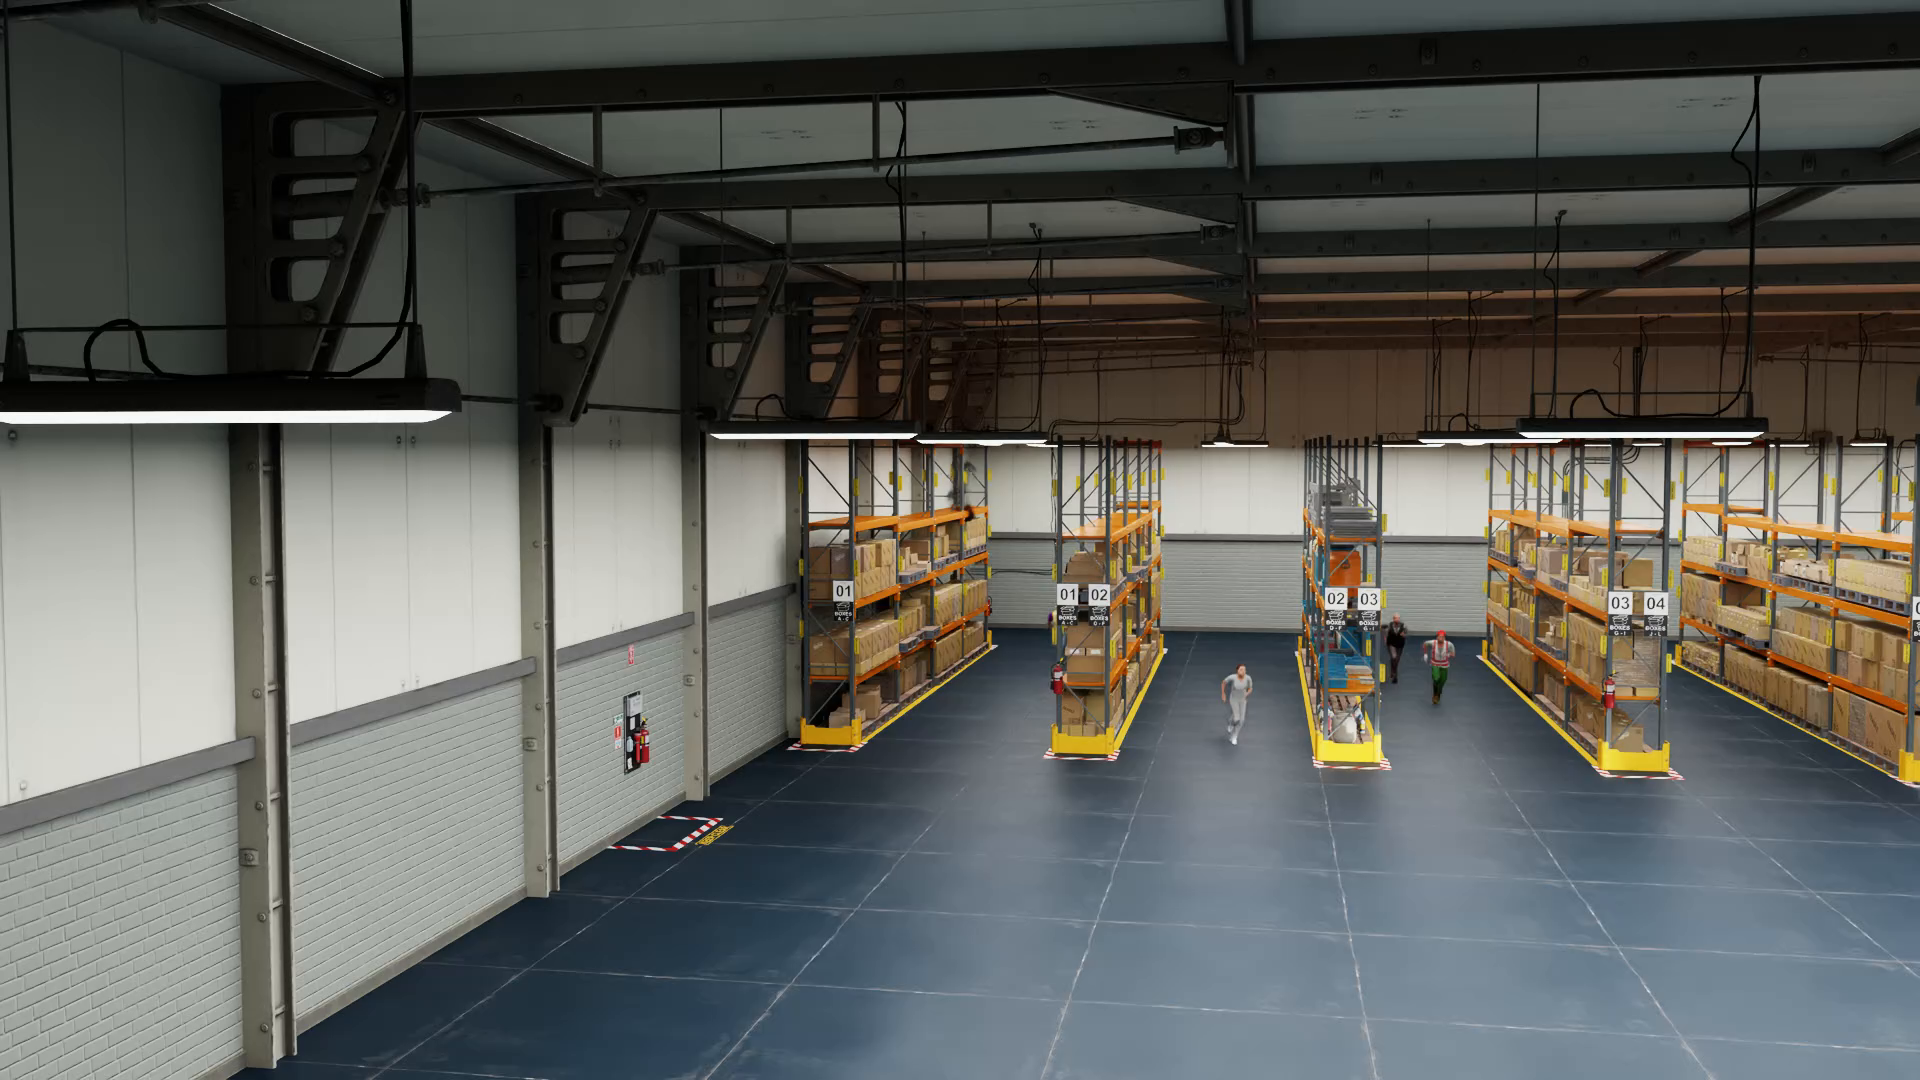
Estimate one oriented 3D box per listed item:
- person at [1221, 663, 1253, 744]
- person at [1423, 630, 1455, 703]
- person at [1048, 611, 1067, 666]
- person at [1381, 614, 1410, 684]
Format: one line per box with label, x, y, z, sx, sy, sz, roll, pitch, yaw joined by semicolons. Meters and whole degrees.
person;5.415;3.186;32.422;0.553;1.592;0.686;-1;3;-12
person;10.695;2.836;37.119;0.643;1.700;0.879;0;3;5
person;2.668;2.507;44.239;0.693;1.688;0.778;0;3;9
person;10.744;2.666;41.064;0.652;1.730;0.954;0;3;1
